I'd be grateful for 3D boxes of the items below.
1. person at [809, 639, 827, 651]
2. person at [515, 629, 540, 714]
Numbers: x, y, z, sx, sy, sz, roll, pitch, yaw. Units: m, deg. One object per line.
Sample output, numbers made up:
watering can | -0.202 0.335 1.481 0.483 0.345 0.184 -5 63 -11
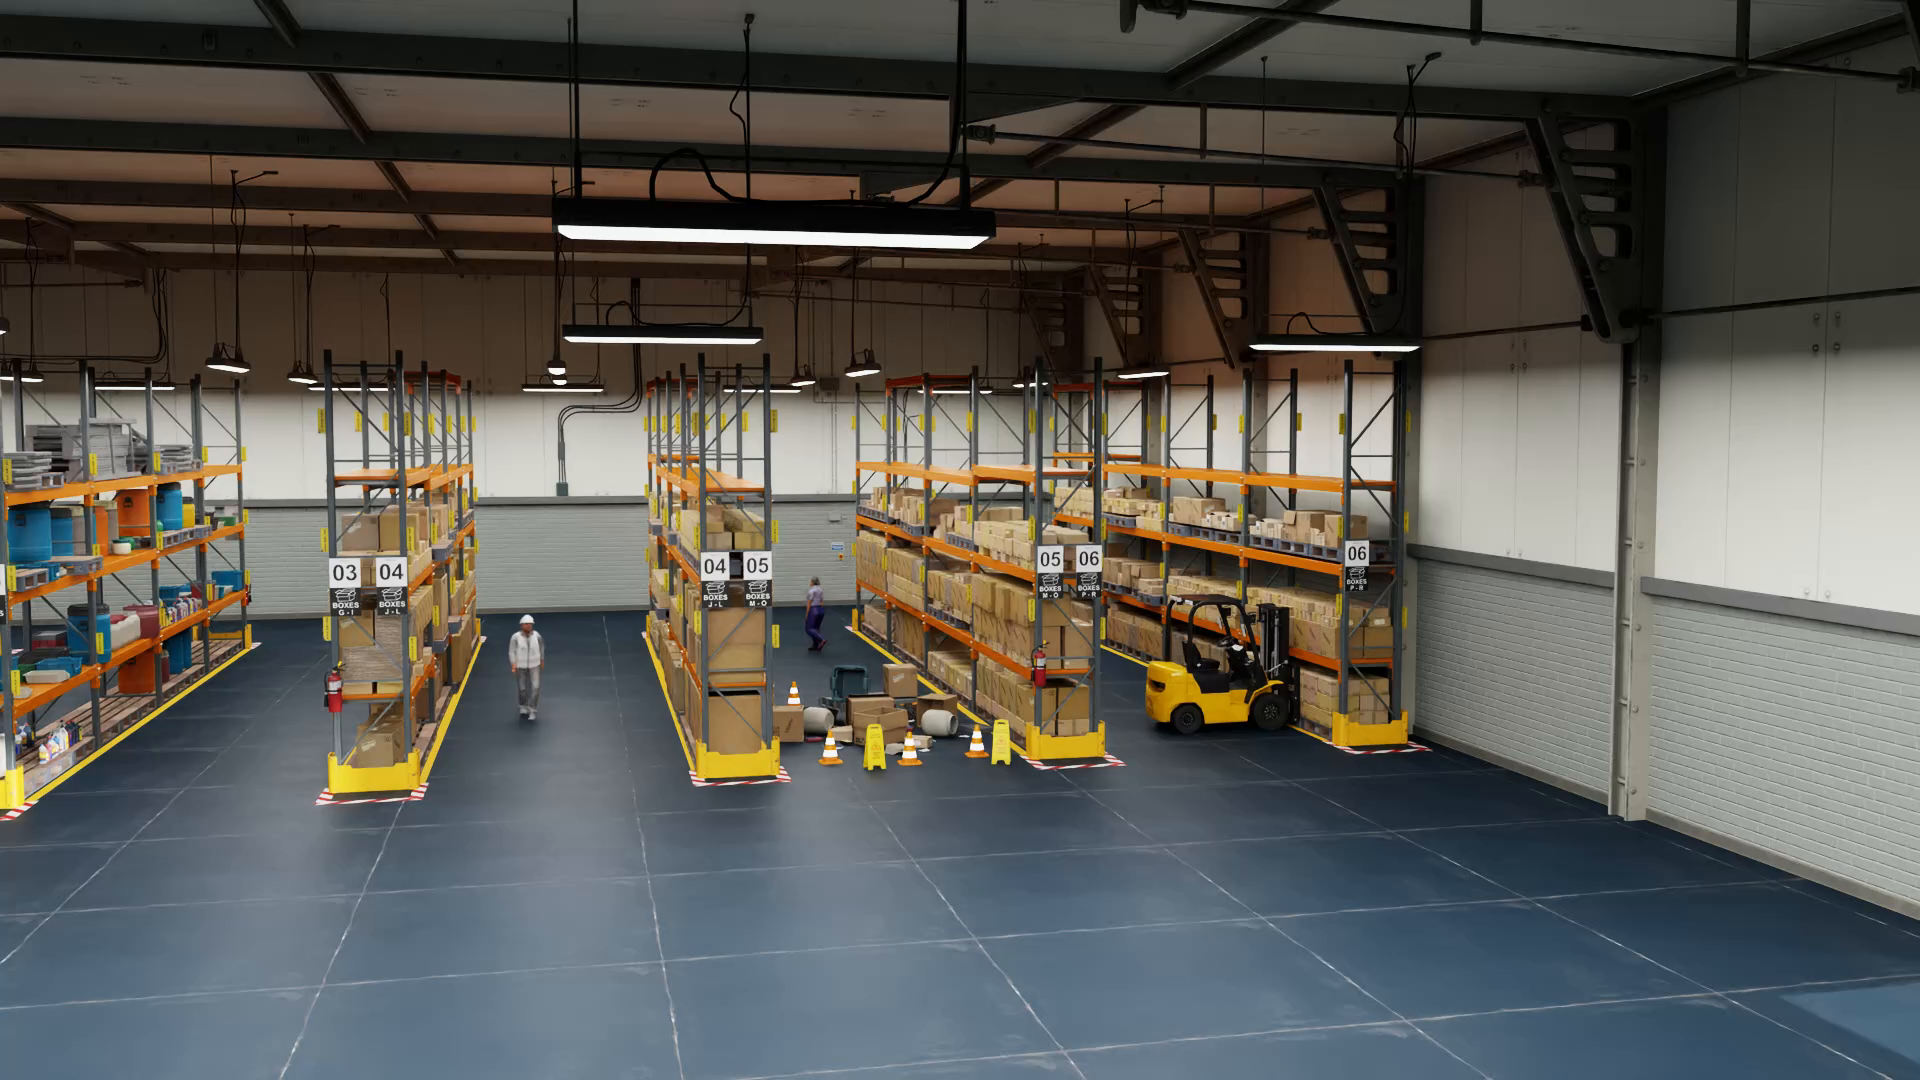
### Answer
person | -3.162 2.265 36.639 0.643 0.378 0.430 2 5 30
person | -7.433 2.230 28.535 0.446 1.467 0.710 -1 4 -20
